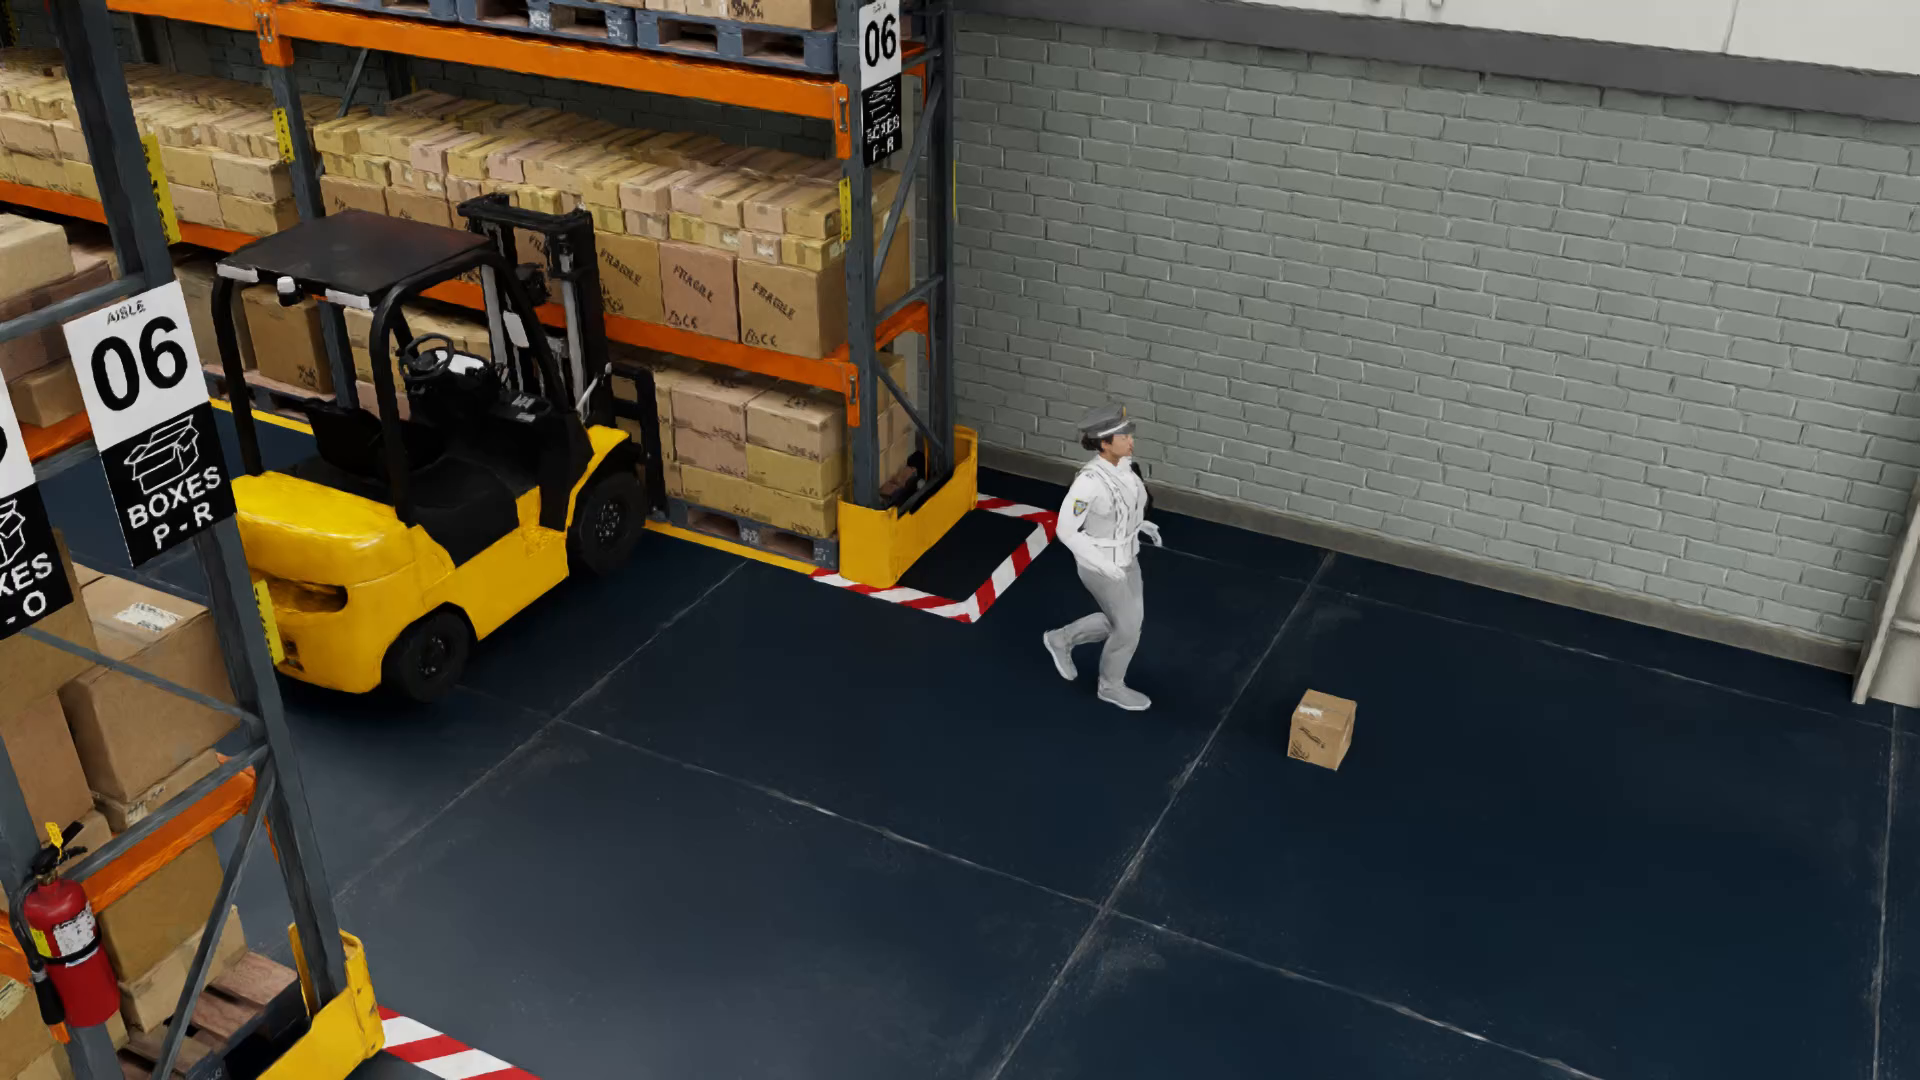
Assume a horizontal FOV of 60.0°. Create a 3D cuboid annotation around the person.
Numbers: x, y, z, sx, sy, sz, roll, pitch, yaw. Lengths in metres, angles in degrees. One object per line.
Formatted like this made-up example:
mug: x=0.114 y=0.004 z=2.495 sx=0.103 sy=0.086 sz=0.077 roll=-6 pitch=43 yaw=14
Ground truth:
person: x=0.698 y=0.074 z=8.146 sx=0.598 sy=1.661 sz=0.635 roll=14 pitch=33 yaw=23
